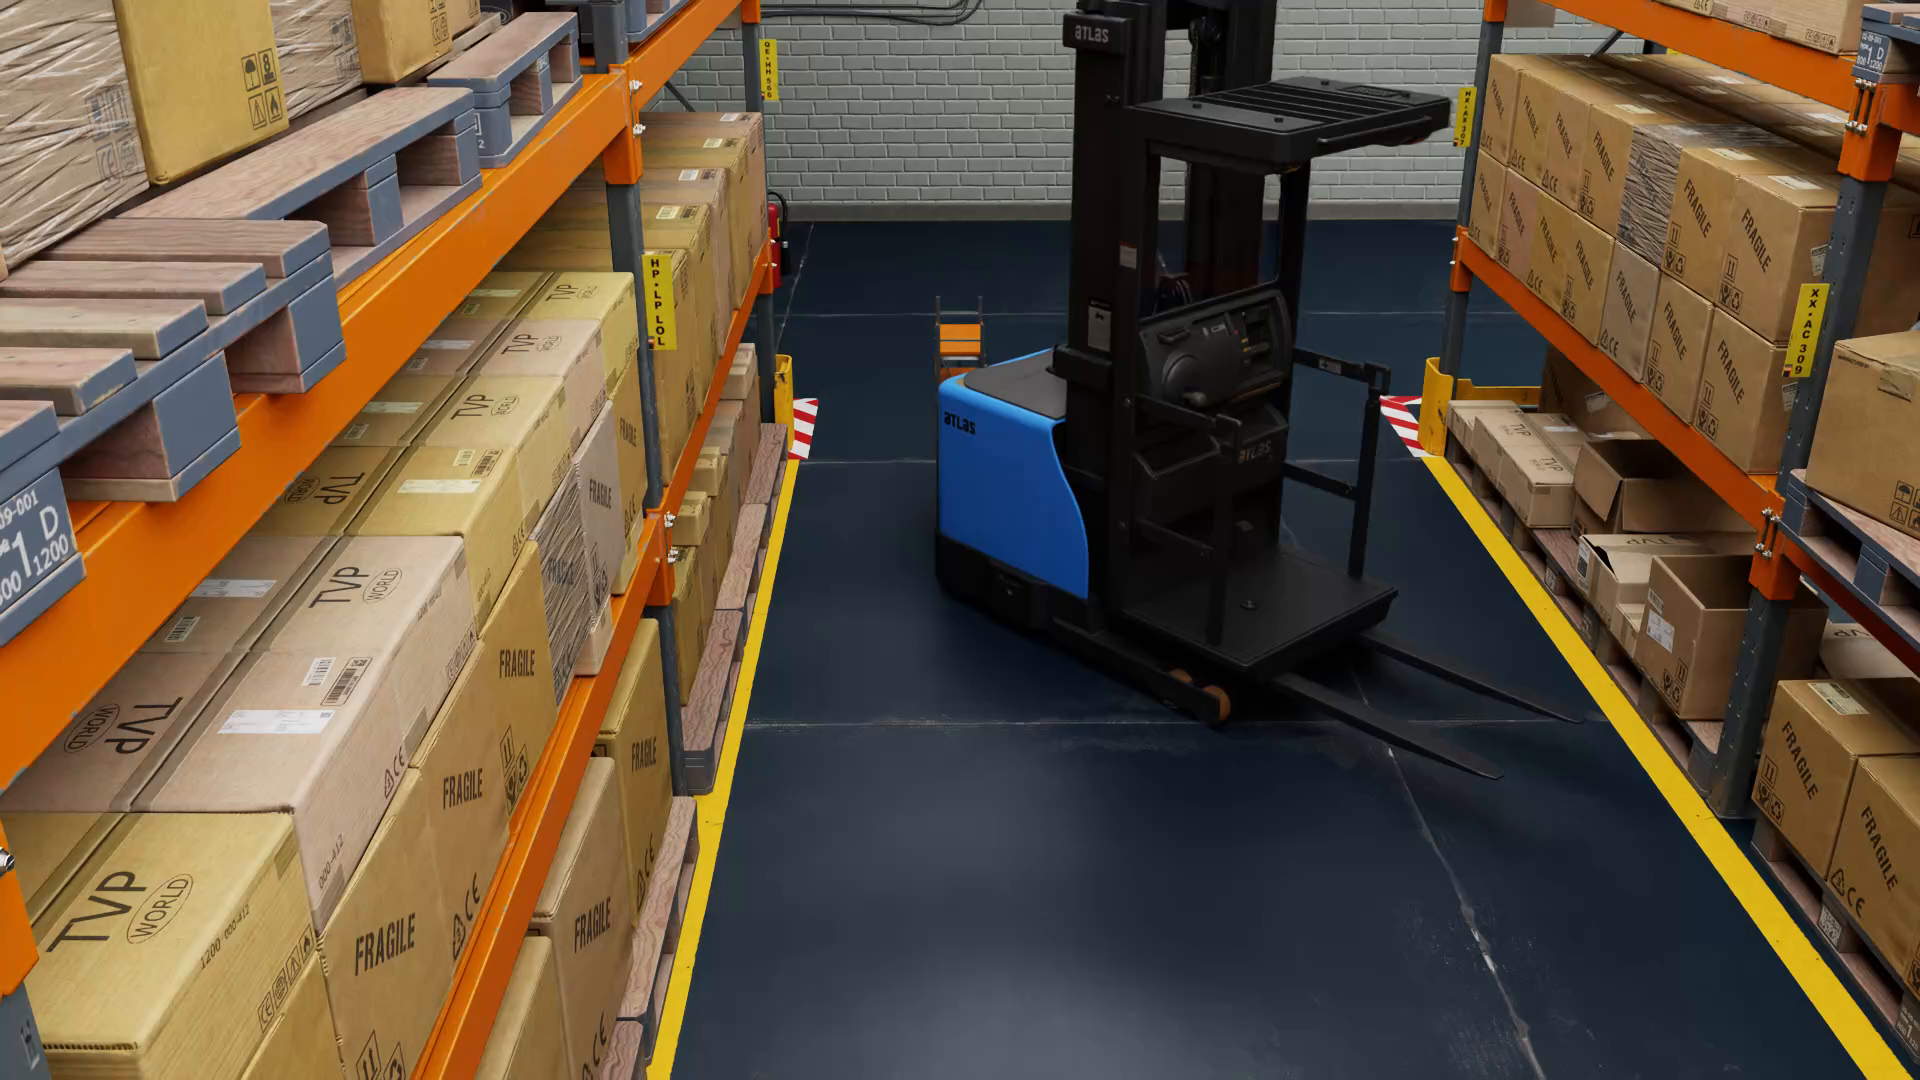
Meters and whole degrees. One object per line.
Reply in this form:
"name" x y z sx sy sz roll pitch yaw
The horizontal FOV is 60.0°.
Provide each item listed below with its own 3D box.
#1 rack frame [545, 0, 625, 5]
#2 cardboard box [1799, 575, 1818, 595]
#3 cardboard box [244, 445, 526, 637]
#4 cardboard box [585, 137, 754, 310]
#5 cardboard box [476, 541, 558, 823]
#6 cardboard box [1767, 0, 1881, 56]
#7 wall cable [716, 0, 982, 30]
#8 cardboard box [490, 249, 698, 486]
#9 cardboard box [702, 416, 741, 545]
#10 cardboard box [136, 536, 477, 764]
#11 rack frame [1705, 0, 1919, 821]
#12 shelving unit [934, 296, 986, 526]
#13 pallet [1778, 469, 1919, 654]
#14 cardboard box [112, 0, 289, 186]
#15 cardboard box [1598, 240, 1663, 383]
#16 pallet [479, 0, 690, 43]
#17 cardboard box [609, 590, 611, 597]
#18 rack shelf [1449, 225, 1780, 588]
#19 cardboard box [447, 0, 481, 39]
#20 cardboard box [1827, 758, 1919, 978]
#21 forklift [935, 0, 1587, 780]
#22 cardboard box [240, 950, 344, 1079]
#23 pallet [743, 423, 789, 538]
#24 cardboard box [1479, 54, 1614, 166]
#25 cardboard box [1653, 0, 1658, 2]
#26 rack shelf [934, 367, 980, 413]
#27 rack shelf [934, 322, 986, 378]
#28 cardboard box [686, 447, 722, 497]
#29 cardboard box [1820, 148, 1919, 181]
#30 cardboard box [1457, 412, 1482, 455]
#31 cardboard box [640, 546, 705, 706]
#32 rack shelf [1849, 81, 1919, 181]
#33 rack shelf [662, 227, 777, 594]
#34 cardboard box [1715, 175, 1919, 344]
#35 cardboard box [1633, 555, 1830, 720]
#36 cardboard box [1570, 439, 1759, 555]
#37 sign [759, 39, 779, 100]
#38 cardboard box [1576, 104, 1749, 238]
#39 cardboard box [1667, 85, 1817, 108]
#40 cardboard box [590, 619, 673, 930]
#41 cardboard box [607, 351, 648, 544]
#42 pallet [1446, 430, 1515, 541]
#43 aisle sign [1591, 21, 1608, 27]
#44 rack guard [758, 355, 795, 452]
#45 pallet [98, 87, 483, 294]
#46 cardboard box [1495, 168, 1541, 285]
"rack frame" -1.548 -3.027 4.524 1.000 3.000 0.127 0 24 -1
"cardboard box" 3.597 0.242 7.478 0.380 0.166 0.250 0 24 -1
"cardboard box" -1.280 -0.004 3.701 0.500 0.250 0.500 -1 24 -2
"cardboard box" -1.557 -1.569 8.215 0.980 0.700 0.700 0 24 -1
"cardboard box" -1.268 0.328 3.878 0.500 0.500 0.500 0 24 1
"cardboard box" 3.134 -1.815 5.666 0.500 0.250 0.500 0 24 -1
"wall cable" -1.296 -5.593 13.965 3.097 2.526 0.112 0 24 -1
"cardboard box" -1.538 -0.654 6.193 0.980 0.700 0.700 0 24 0
"cardboard box" -1.473 -0.293 8.282 0.700 0.500 0.500 -1 24 -2
"cardboard box" -1.268 0.207 3.236 0.500 0.250 0.500 0 24 0
"rack frame" 3.405 -0.318 5.813 1.000 3.000 0.127 0 24 -1
"shelving unit" -0.002 -0.615 8.654 0.258 1.200 0.503 0 24 -1
"pallet" 3.304 0.099 5.123 1.003 0.211 1.213 0 24 -1
"cardboard box" -1.619 -0.904 2.814 0.700 0.500 0.500 1 24 2
"cardboard box" 3.128 -0.992 7.183 0.500 0.500 0.500 0 24 1
"pallet" -1.547 -1.957 5.906 1.003 0.211 1.213 0 24 -1
"cardboard box" -1.278 0.160 5.036 0.380 0.149 0.250 0 24 1
"rack shelf" 3.383 -0.814 7.783 1.077 0.370 4.000 0 24 -1
"cardboard box" -1.649 -1.544 4.228 0.700 0.500 0.500 -2 24 -3
"cardboard box" 3.183 1.041 5.308 0.500 0.500 0.500 0 24 0
"forklift" 1.241 -0.790 6.941 1.130 2.935 3.031 -21 31 -38
"cardboard box" -1.254 0.963 2.475 0.500 0.500 0.500 0 24 1
"pallet" -1.505 -0.342 9.251 1.003 0.211 1.213 0 24 -1
"cardboard box" 3.102 -2.283 8.823 0.500 0.500 0.500 0 24 1
"cardboard box" 3.124 -2.433 7.032 0.500 0.250 0.500 0 24 -1
"rack shelf" -0.002 -0.757 8.589 0.258 0.148 0.480 0 24 -1
"rack shelf" -0.002 -0.973 8.492 0.258 0.148 0.480 0 24 -1
"cardboard box" -1.281 -0.308 7.527 0.380 0.149 0.250 -1 24 -2
"cardboard box" 3.675 -1.227 6.488 0.500 0.500 0.500 -1 24 -2
"cardboard box" 3.025 -0.598 9.337 0.380 0.166 0.250 0 24 -1
"cardboard box" -1.454 0.345 6.871 0.700 0.500 0.500 0 24 0
"rack shelf" 3.427 -0.533 3.521 1.077 0.370 4.000 0 24 -1
"rack shelf" -1.570 -0.790 7.730 1.077 0.370 4.000 0 24 -1
"cardboard box" 3.140 -1.026 6.044 0.500 0.500 0.500 0 24 0
"cardboard box" 3.115 0.387 6.753 0.500 0.500 0.500 0 24 -1
"cardboard box" 3.379 -0.155 7.948 0.797 0.503 0.637 0 24 -1
"sign" -1.049 -2.574 9.110 0.100 0.325 0.005 0 24 -1
"cardboard box" 3.123 -1.652 7.428 0.500 0.500 0.500 0 24 -1
"cardboard box" 3.658 -1.863 7.895 0.500 0.500 0.500 0 24 1
"cardboard box" -1.411 0.761 5.525 0.750 0.750 0.750 0 24 0
"cardboard box" -1.291 -0.295 5.256 0.500 0.500 0.500 -1 24 -1
"pallet" 3.372 -0.336 9.236 1.003 0.211 1.213 0 24 -1
"aisle sign" 3.667 -3.180 8.986 0.394 0.787 0.004 0 24 -1
"rack guard" -1.592 -0.813 9.941 1.175 0.500 0.348 0 24 -1
"pallet" -1.580 -0.652 3.141 1.003 0.211 1.213 1 24 2
"cardboard box" 3.113 -1.615 8.559 0.500 0.500 0.500 0 24 -1
